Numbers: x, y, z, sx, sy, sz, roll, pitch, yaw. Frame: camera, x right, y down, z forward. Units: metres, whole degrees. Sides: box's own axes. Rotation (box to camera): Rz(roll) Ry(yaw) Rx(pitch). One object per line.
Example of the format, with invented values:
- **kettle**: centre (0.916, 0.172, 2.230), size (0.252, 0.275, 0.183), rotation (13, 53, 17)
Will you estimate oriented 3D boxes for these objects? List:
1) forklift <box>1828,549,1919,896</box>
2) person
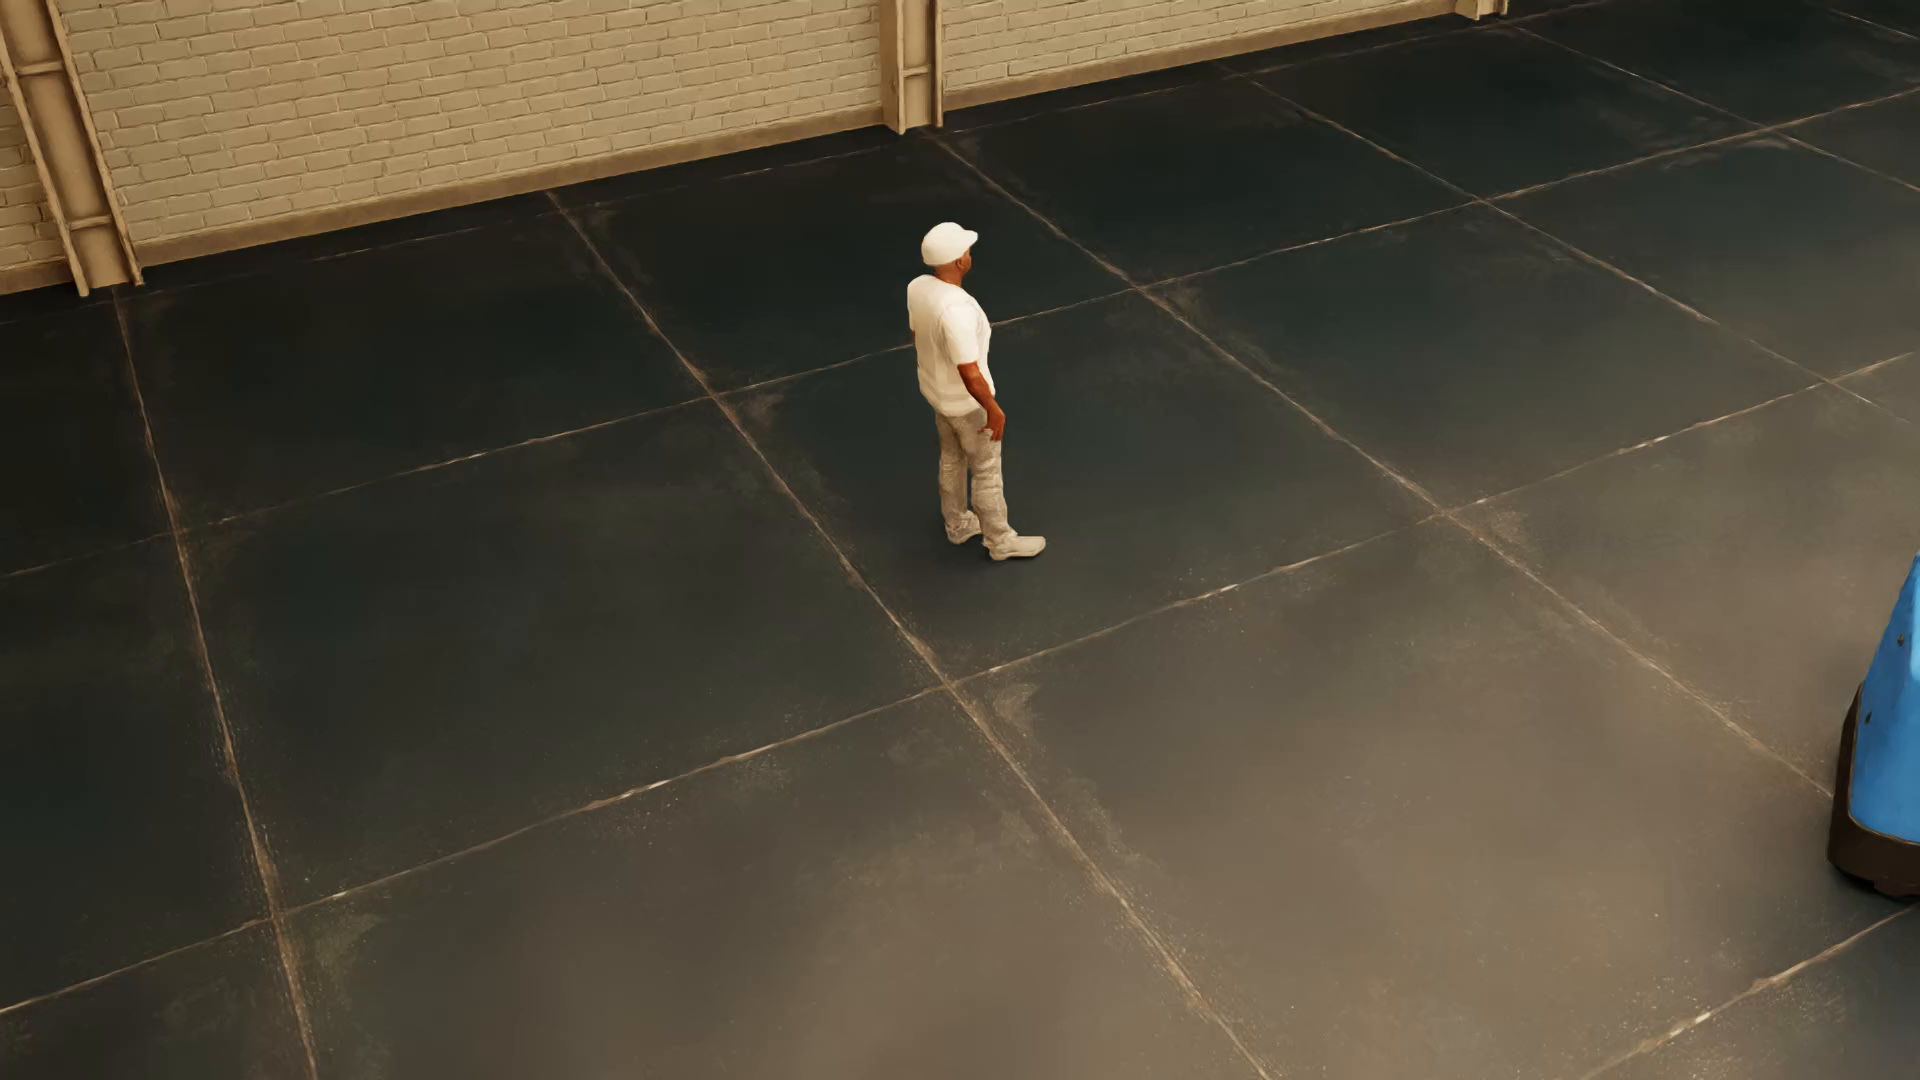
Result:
- **forklift**: centre (5.066, 0.304, 5.693), size (3.031, 2.935, 1.130), rotation (17, 38, 22)
- **person**: centre (0.064, -0.743, 8.171), size (0.576, 1.766, 0.665), rotation (-17, 39, -23)
